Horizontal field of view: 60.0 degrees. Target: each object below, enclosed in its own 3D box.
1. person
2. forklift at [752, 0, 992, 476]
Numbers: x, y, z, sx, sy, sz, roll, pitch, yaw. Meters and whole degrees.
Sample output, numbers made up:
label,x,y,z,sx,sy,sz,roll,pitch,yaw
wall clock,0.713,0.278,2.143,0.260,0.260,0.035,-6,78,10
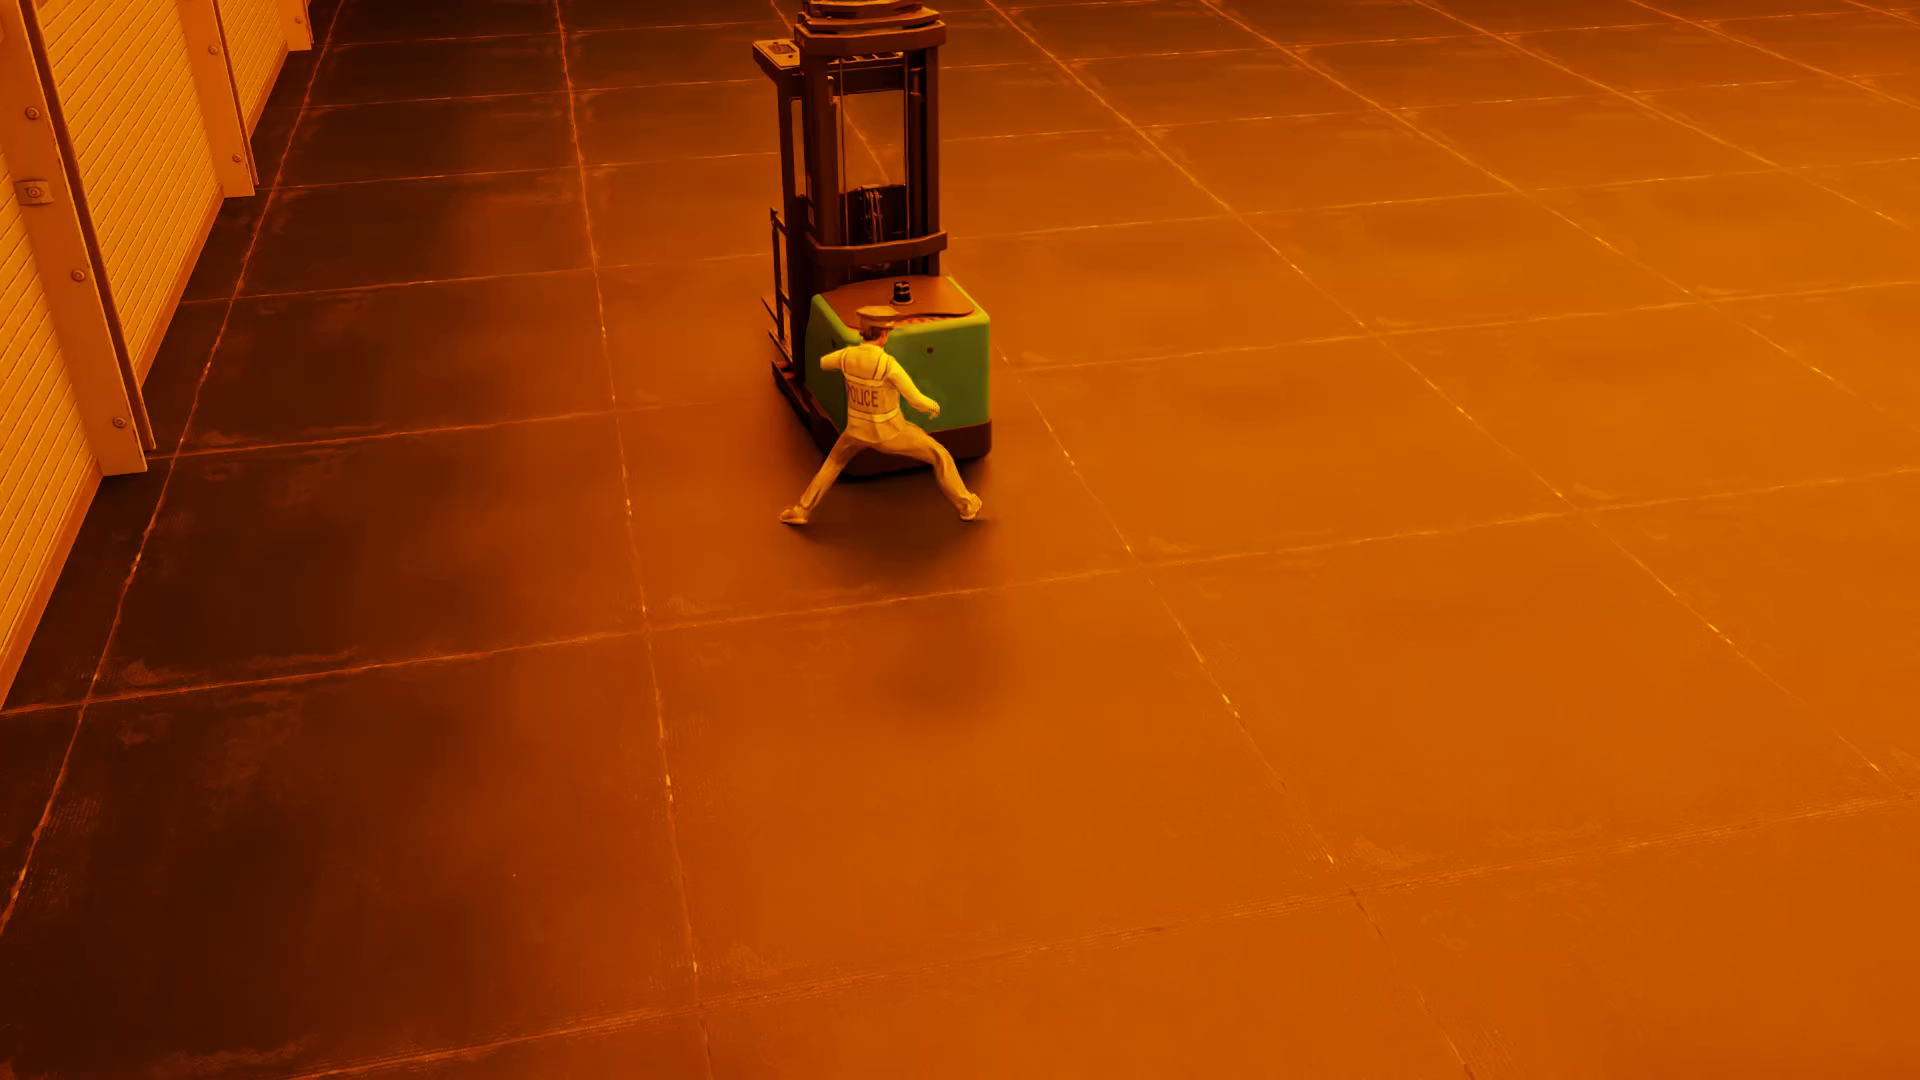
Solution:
label,x,y,z,sx,sy,sz,roll,pitch,yaw
person,-0.502,-0.787,10.408,1.093,1.499,0.937,17,34,27
forklift,-0.773,-2.419,11.753,1.130,2.935,3.031,-11,32,-18
